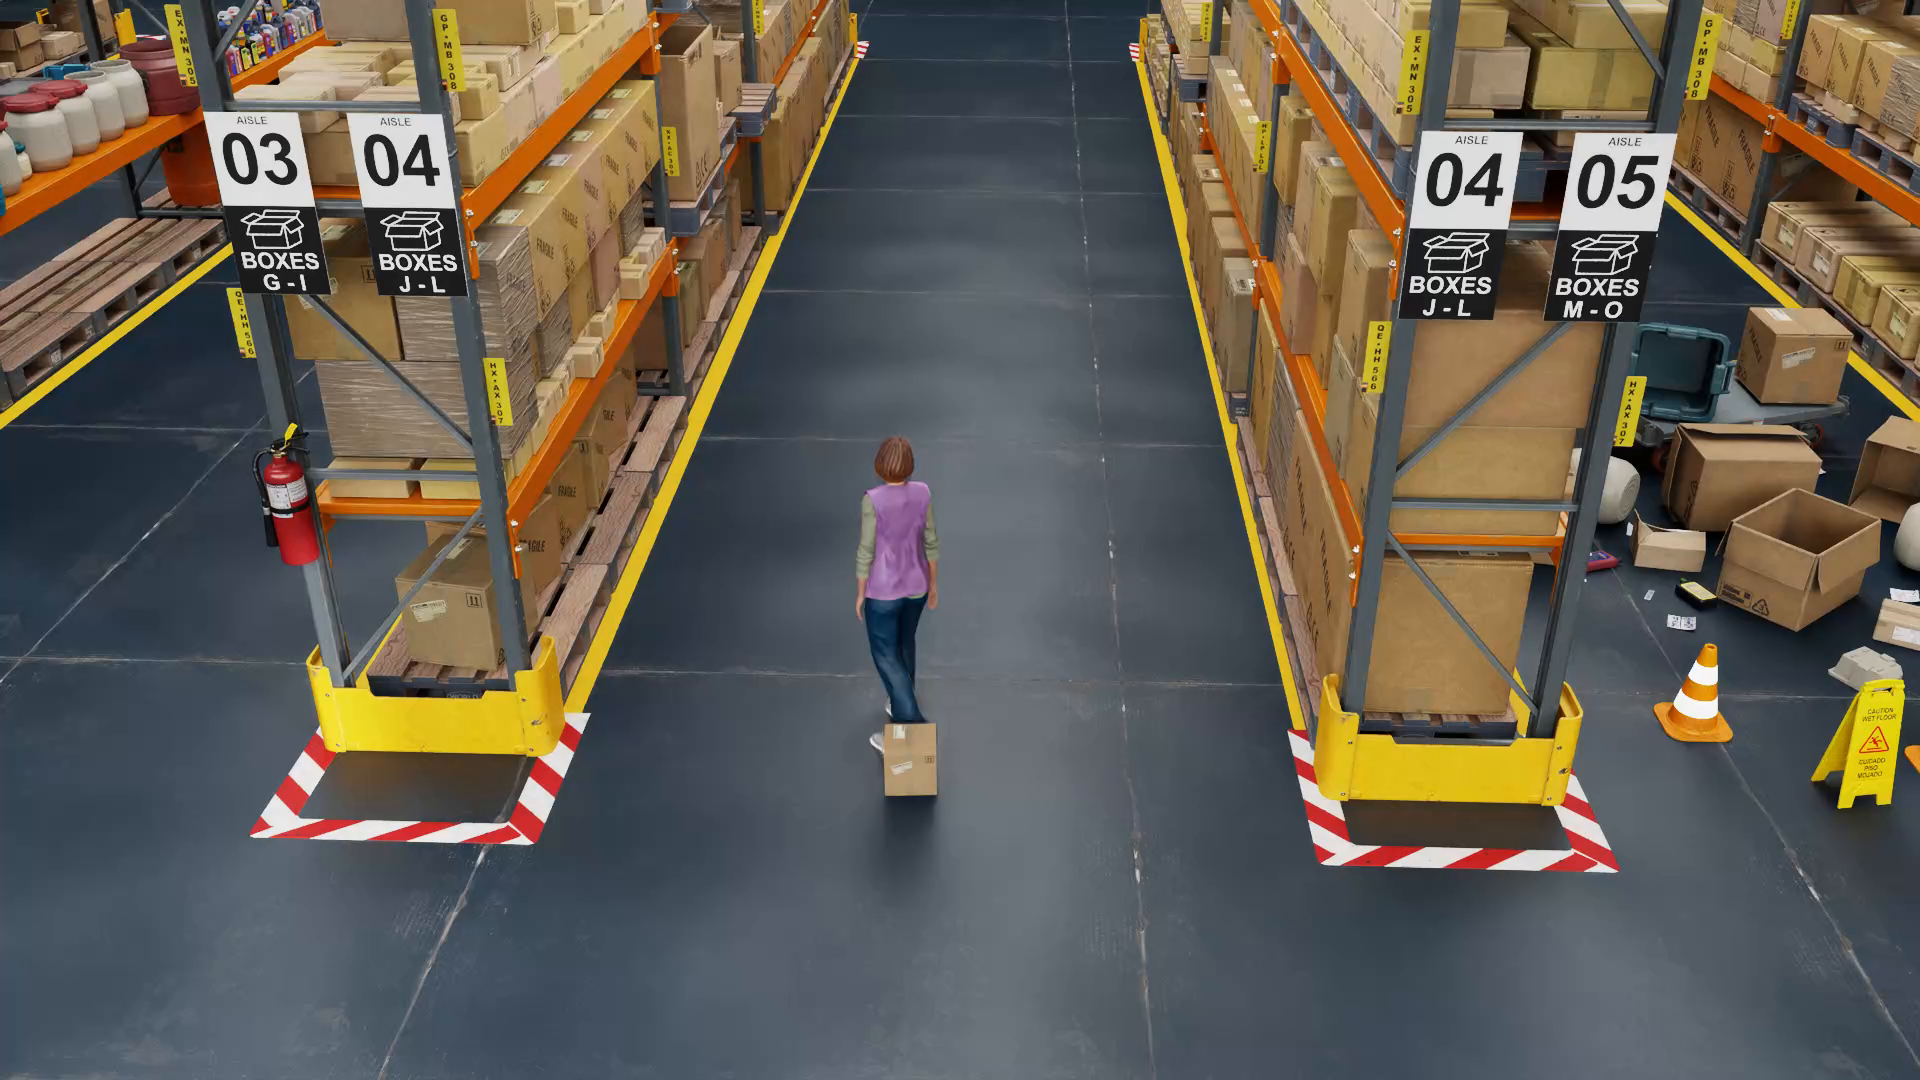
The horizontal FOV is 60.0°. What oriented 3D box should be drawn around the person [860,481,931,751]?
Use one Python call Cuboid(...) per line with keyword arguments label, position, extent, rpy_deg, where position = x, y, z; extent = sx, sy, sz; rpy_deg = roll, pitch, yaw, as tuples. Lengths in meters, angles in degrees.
Cuboid(label="person", position=(-0.308, 0.378, 8.160), extent=(0.418, 1.370, 0.513), rpy_deg=(-16, 32, -26))
